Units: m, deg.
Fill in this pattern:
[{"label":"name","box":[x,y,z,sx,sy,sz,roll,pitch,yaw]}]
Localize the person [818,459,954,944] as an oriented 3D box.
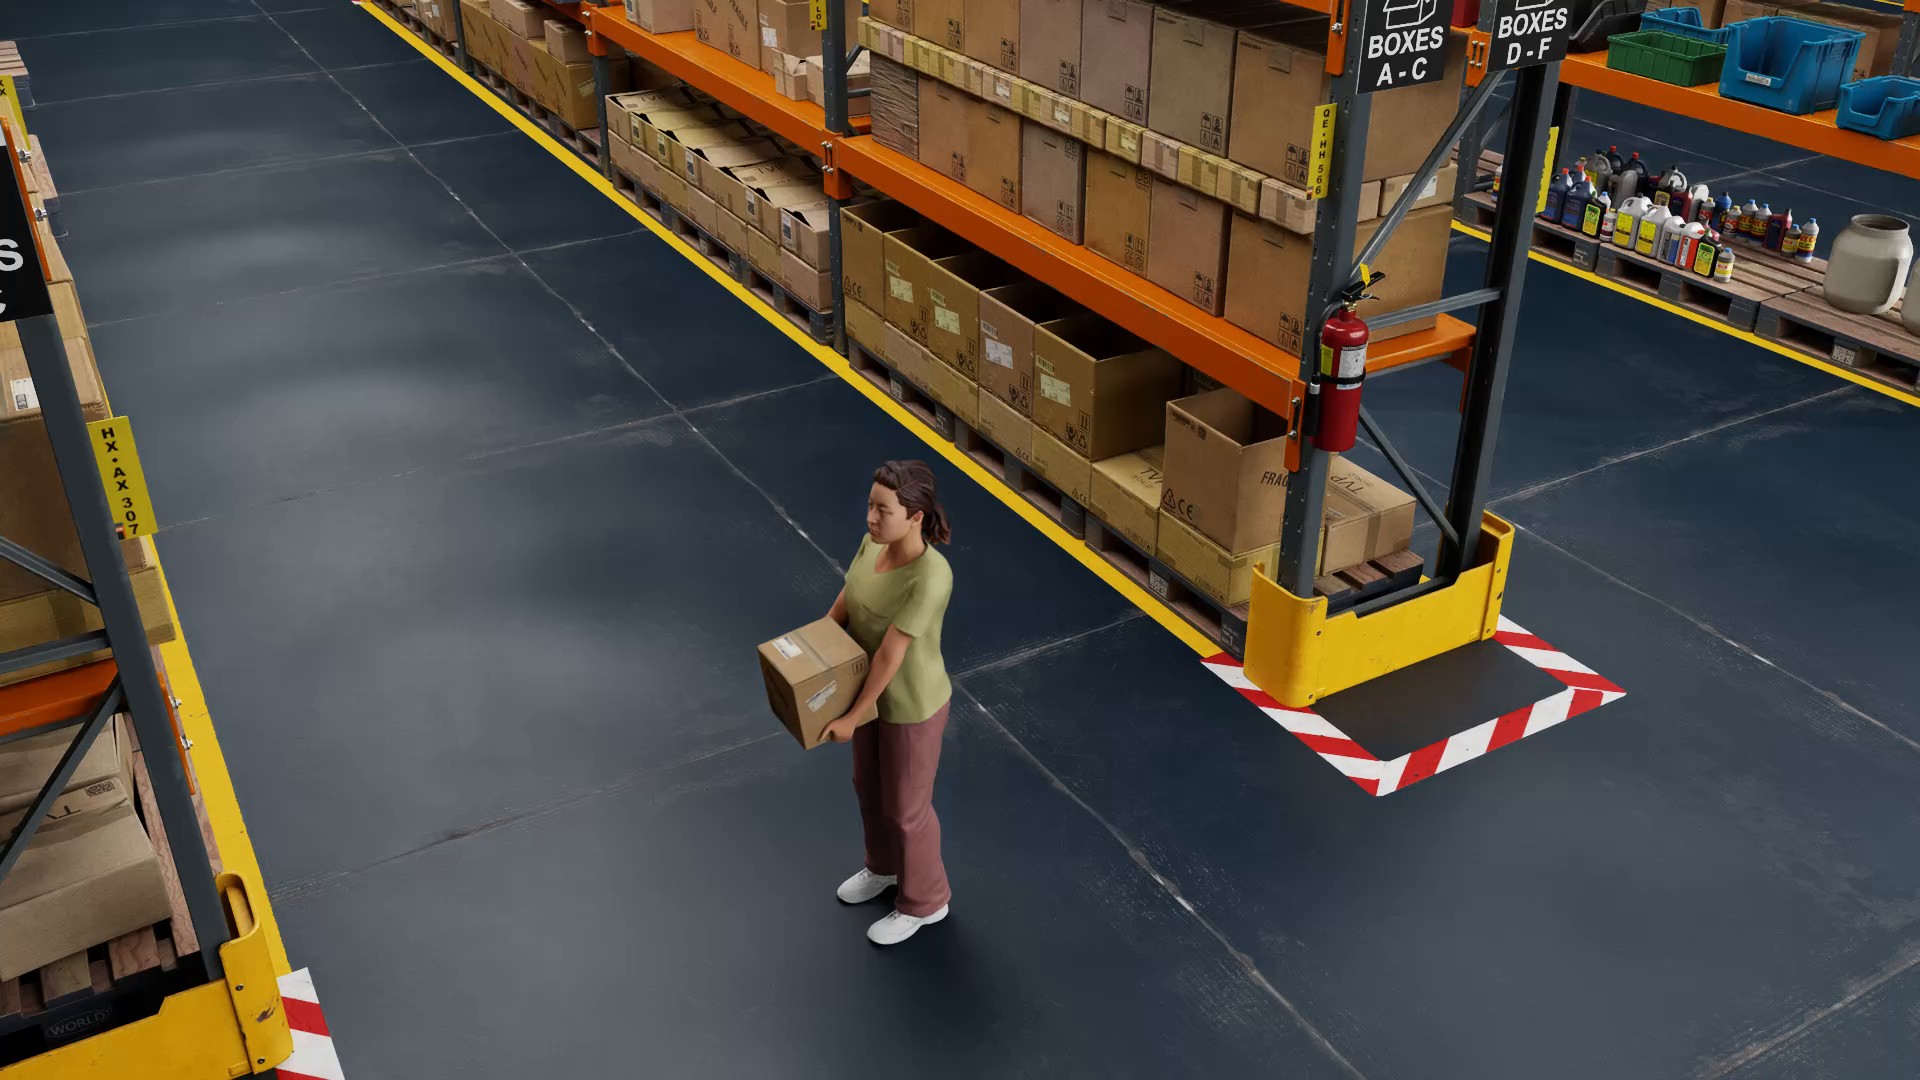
[{"label":"person","box":[-0.260,0.529,5.190,0.527,1.669,0.405,-16,33,-26]}]
